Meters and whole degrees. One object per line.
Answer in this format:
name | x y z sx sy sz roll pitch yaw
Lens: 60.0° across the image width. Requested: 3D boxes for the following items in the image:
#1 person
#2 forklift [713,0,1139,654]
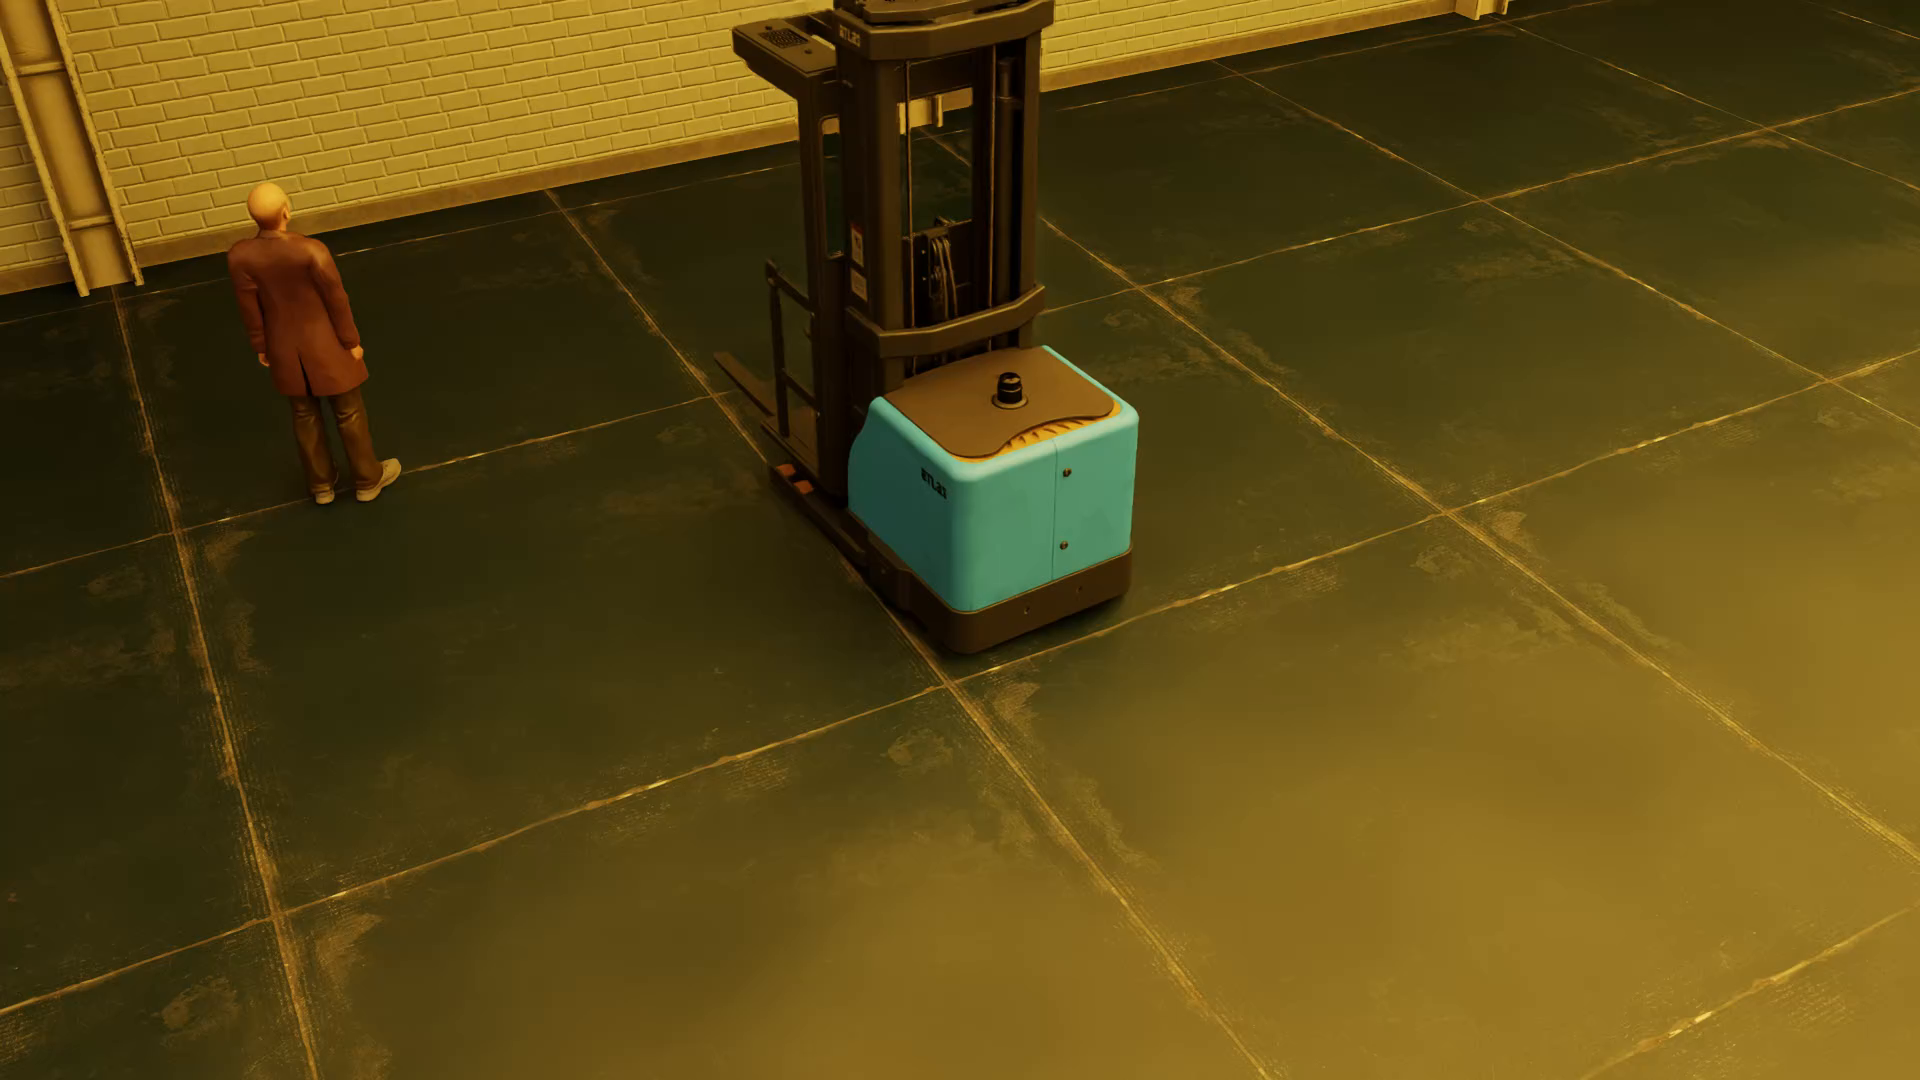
person | -3.345 -1.017 8.557 0.551 1.782 0.393 -1 35 -1
forklift | -0.372 -1.481 8.218 1.130 2.935 3.031 -20 40 -26
